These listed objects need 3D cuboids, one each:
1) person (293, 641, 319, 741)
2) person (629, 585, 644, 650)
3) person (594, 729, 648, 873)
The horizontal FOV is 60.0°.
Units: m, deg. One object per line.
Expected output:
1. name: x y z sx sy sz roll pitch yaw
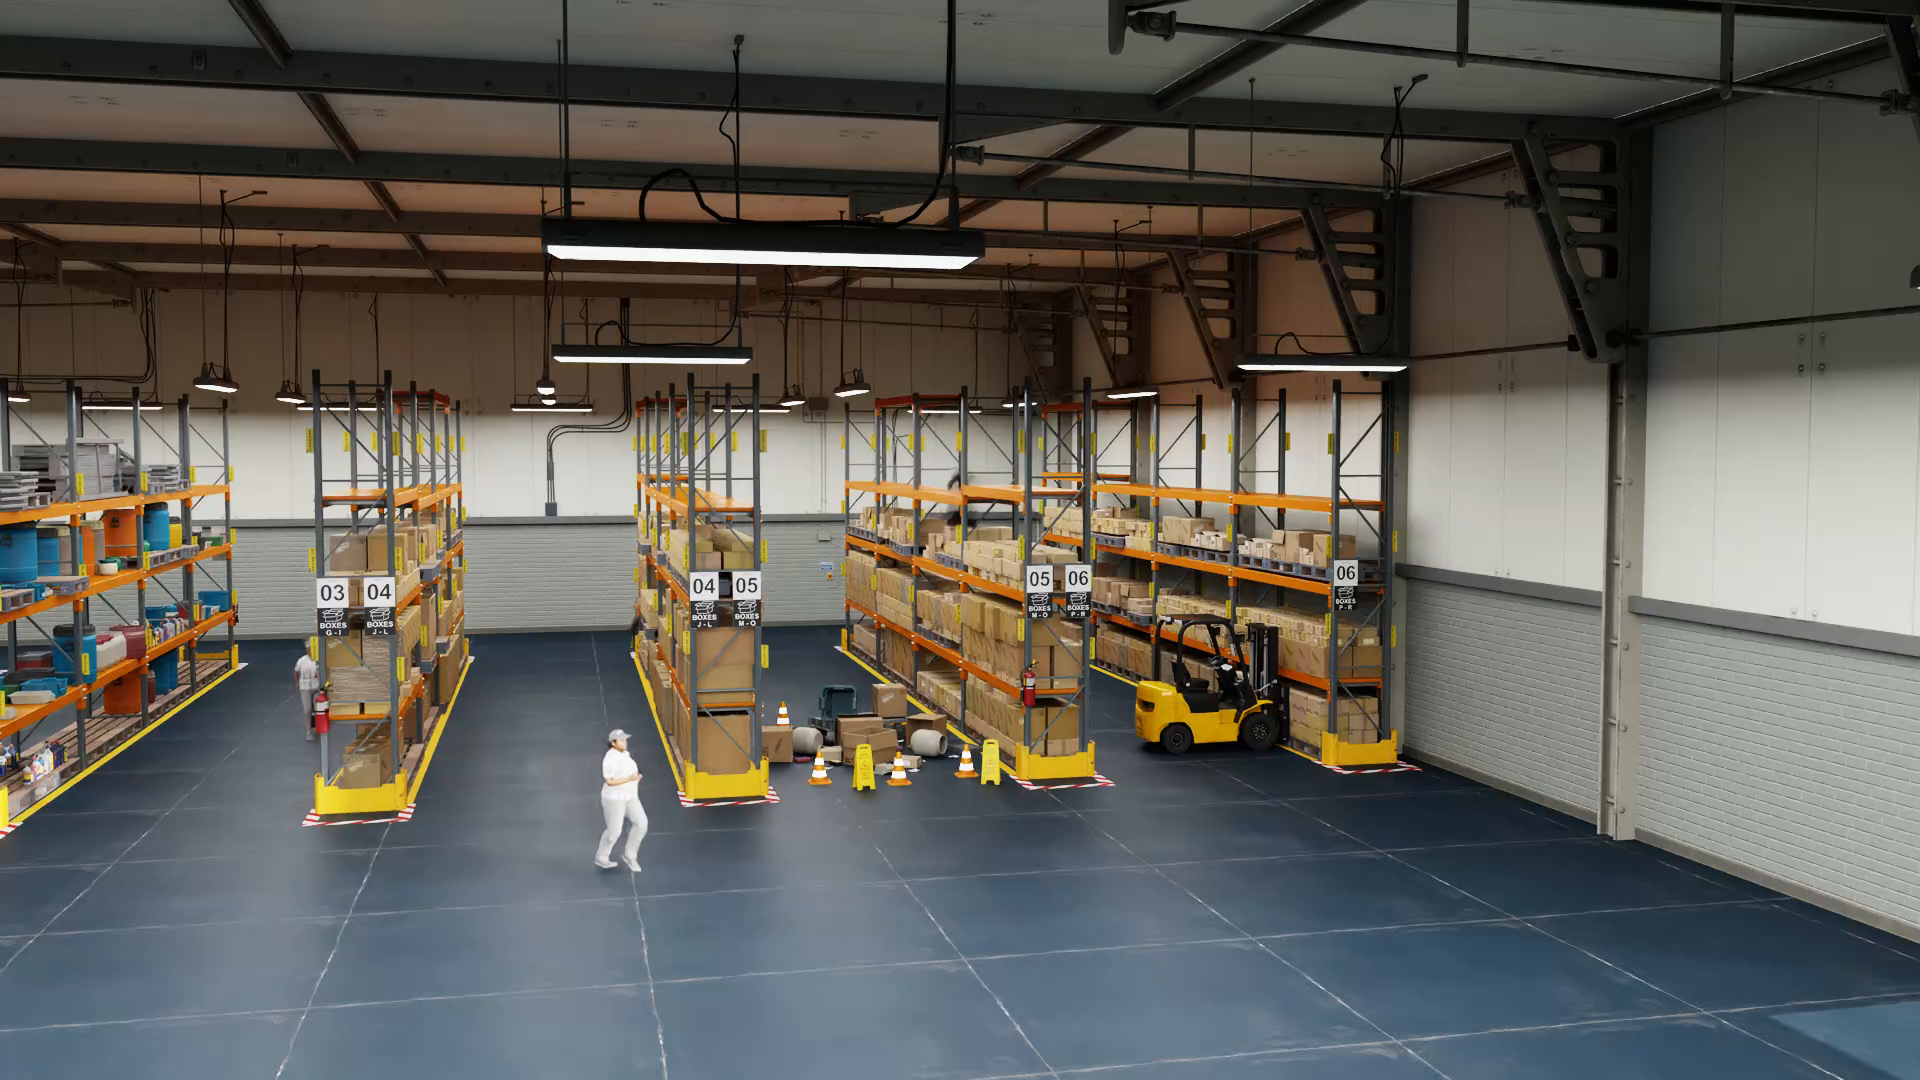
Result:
1. person: -11.023 2.528 28.270 0.588 1.669 0.851 -1 3 -18
2. person: -7.618 1.852 40.301 0.702 1.763 0.679 -2 4 -32
3. person: -3.951 3.061 19.414 0.680 1.714 0.582 1 4 24
